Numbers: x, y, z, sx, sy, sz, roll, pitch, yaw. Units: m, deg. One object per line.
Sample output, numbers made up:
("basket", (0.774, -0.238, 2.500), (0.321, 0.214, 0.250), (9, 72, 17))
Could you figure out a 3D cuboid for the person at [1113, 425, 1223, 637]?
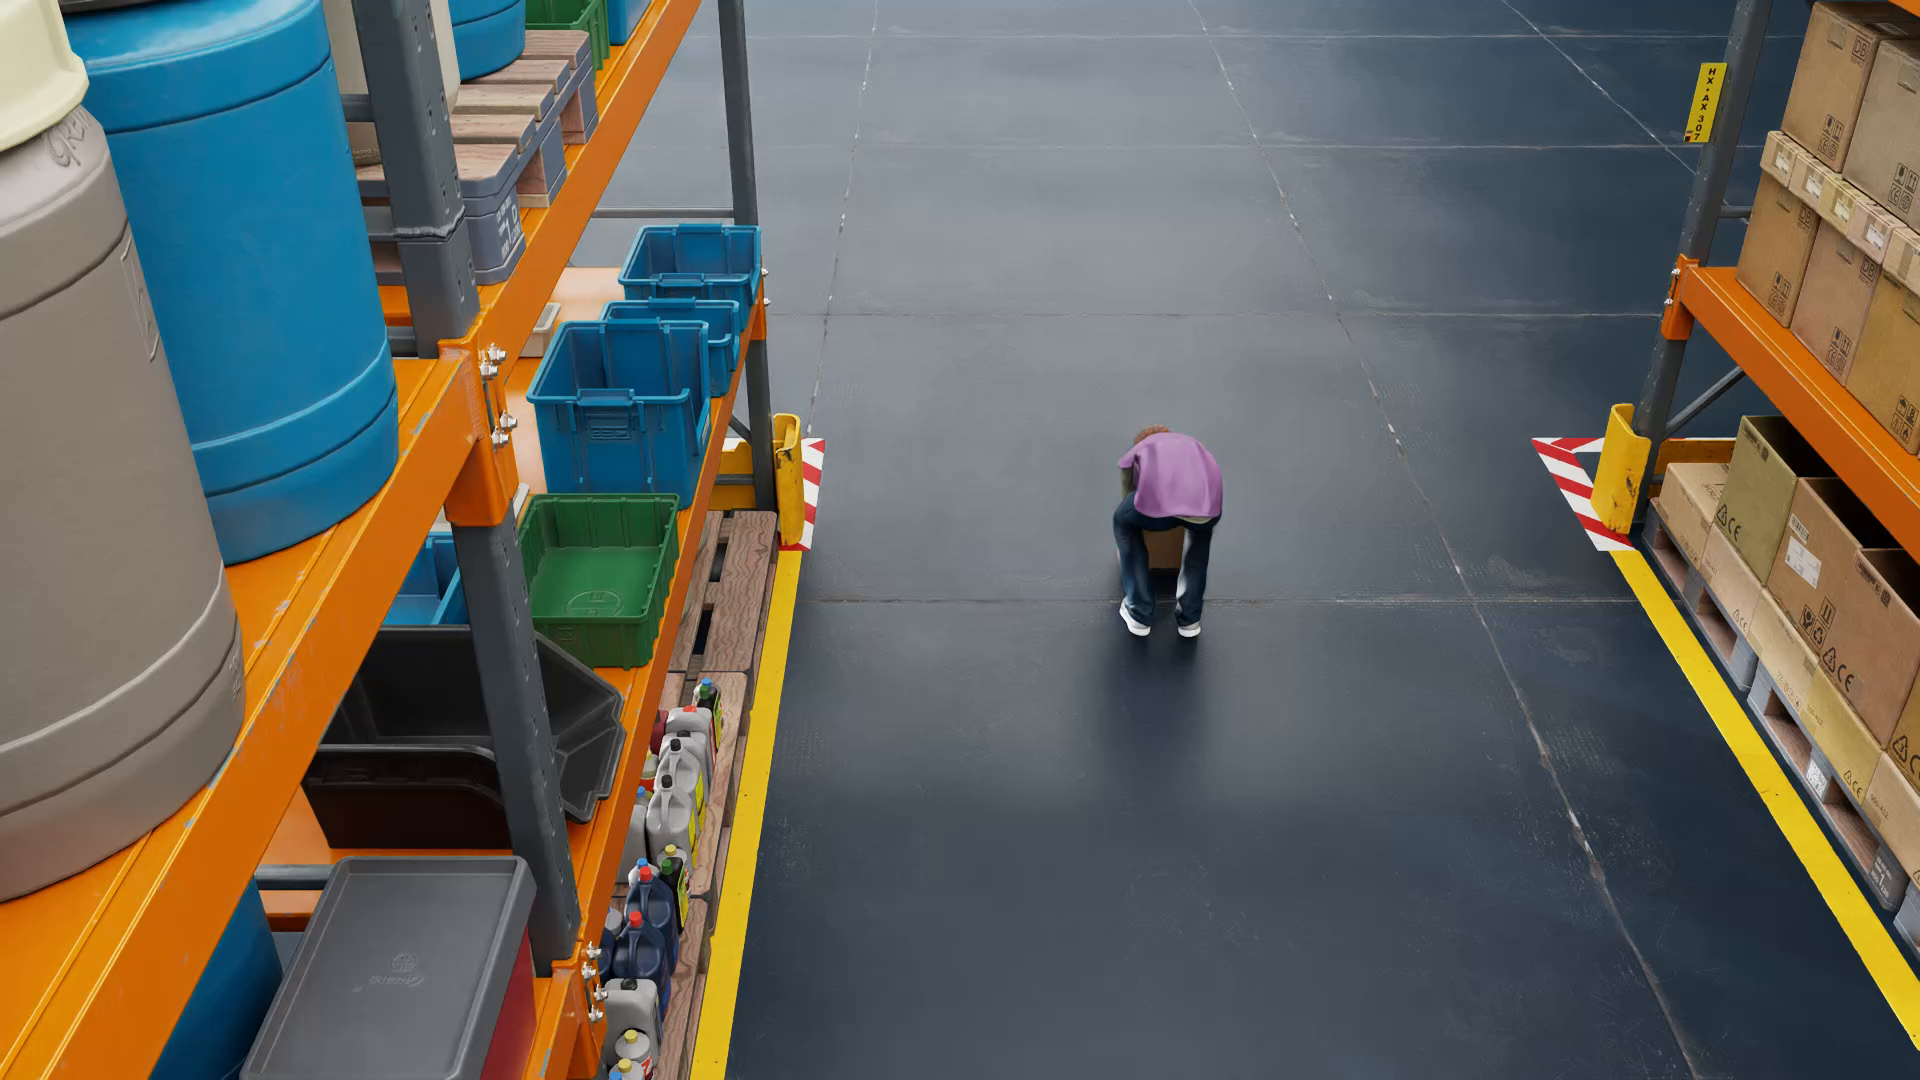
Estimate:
("person", (0.852, -0.095, 6.980), (0.424, 0.873, 0.853), (-2, 32, -3))
